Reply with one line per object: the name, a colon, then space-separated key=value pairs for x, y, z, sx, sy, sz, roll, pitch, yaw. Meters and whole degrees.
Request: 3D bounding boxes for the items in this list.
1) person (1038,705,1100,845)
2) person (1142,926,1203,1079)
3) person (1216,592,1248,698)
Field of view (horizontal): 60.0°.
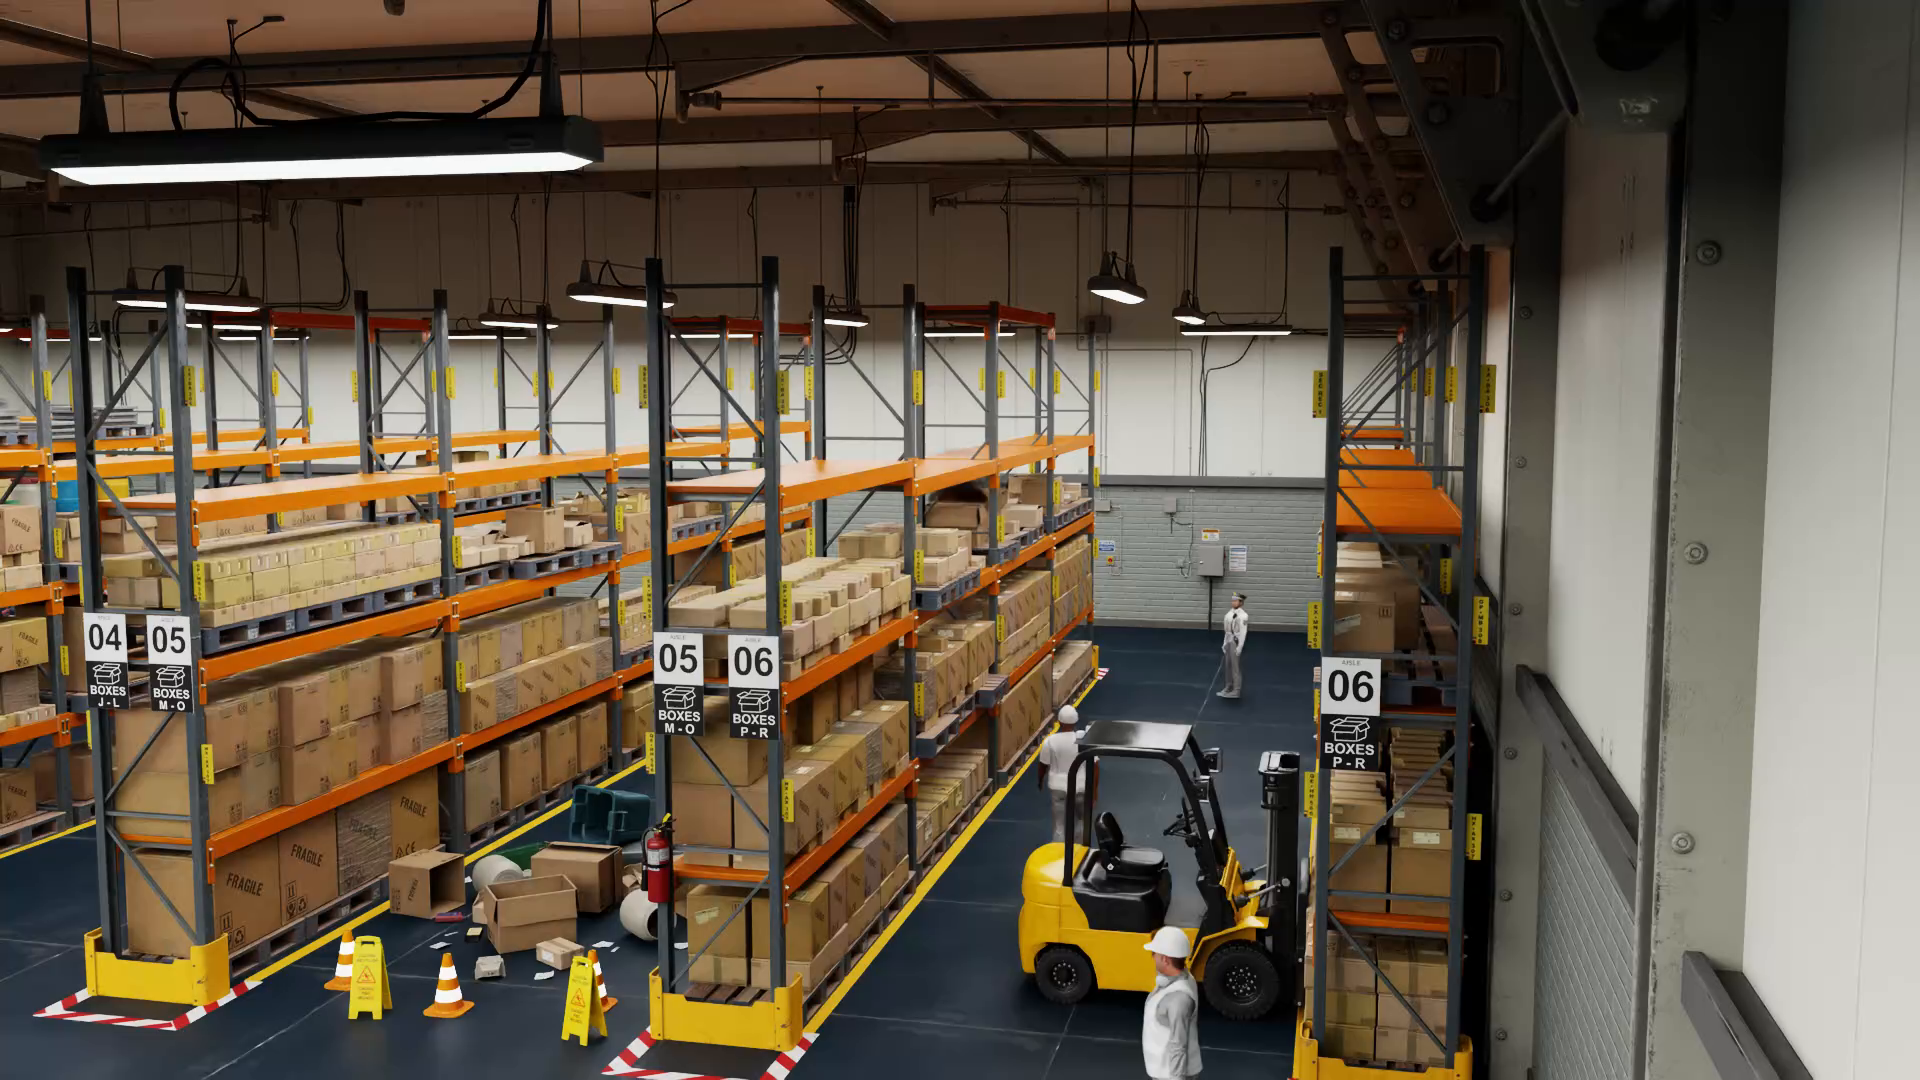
person: x=1.104 y=2.570 z=17.098 sx=0.685 sy=1.780 sz=0.738 roll=1 pitch=6 yaw=13
person: x=1.275 y=3.245 z=10.220 sx=0.420 sy=1.777 sz=0.578 roll=0 pitch=6 yaw=5
person: x=4.336 y=1.671 z=26.392 sx=0.449 sy=1.714 sz=0.529 roll=0 pitch=6 yaw=-5
